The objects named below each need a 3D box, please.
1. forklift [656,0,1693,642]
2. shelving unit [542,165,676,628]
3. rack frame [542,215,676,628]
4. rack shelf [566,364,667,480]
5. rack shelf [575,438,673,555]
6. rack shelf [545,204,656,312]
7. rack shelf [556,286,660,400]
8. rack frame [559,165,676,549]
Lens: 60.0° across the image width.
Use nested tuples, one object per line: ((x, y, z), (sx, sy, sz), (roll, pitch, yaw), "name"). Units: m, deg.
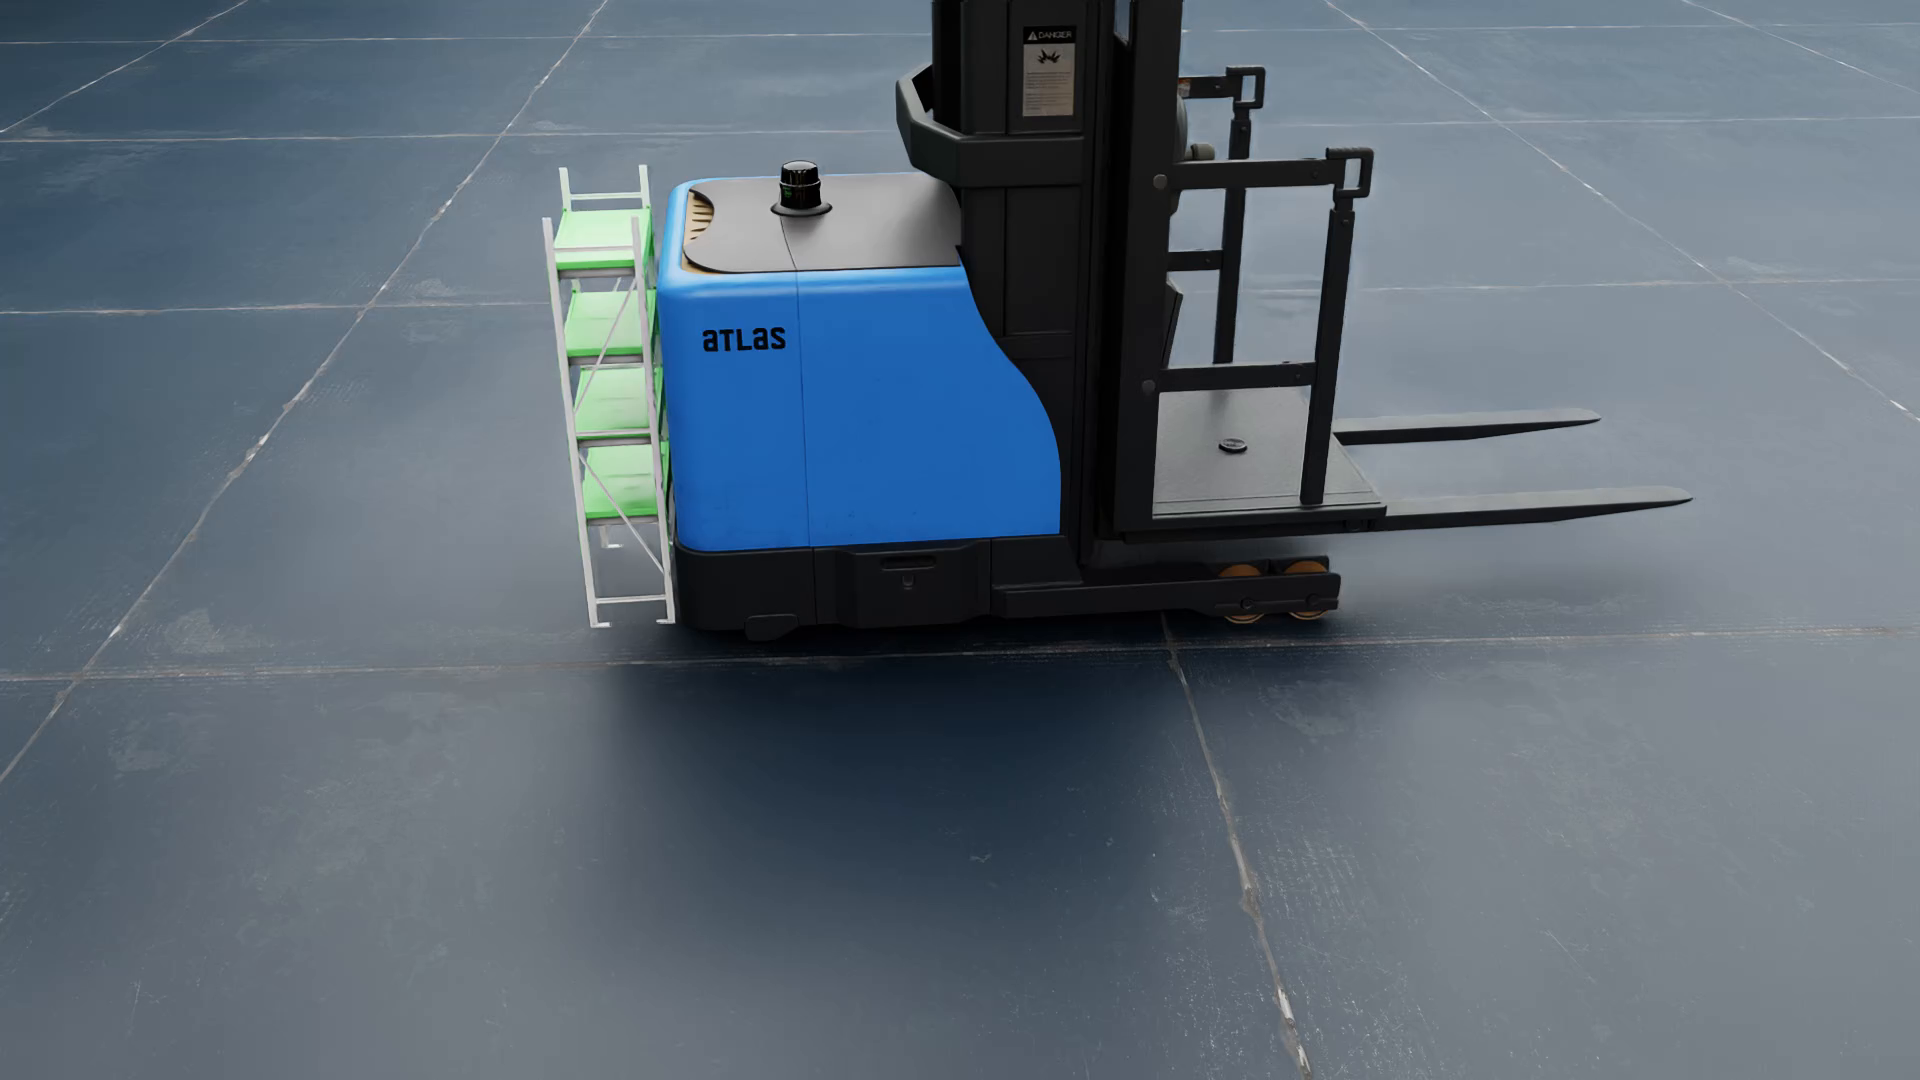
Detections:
((0.667, -1.299, 4.572), (3.031, 2.935, 1.130), (-3, 28, -6), "forklift")
((-0.970, -0.401, 4.722), (0.258, 1.200, 0.503), (-3, 28, -6), "shelving unit")
((-0.940, -0.289, 4.507), (0.240, 1.200, 0.015), (-3, 28, -6), "rack frame")
((-0.970, -0.344, 4.751), (0.258, 0.148, 0.480), (-3, 28, -6), "rack shelf")
((-0.970, -0.132, 4.862), (0.258, 0.148, 0.480), (-3, 28, -6), "rack shelf")
((-0.970, -0.770, 4.529), (0.258, 0.148, 0.480), (-3, 28, -6), "rack shelf")
((-0.970, -0.557, 4.640), (0.258, 0.148, 0.480), (-3, 28, -6), "rack shelf")
((-1.000, -0.513, 4.936), (0.240, 1.200, 0.015), (-3, 28, -6), "rack frame")
